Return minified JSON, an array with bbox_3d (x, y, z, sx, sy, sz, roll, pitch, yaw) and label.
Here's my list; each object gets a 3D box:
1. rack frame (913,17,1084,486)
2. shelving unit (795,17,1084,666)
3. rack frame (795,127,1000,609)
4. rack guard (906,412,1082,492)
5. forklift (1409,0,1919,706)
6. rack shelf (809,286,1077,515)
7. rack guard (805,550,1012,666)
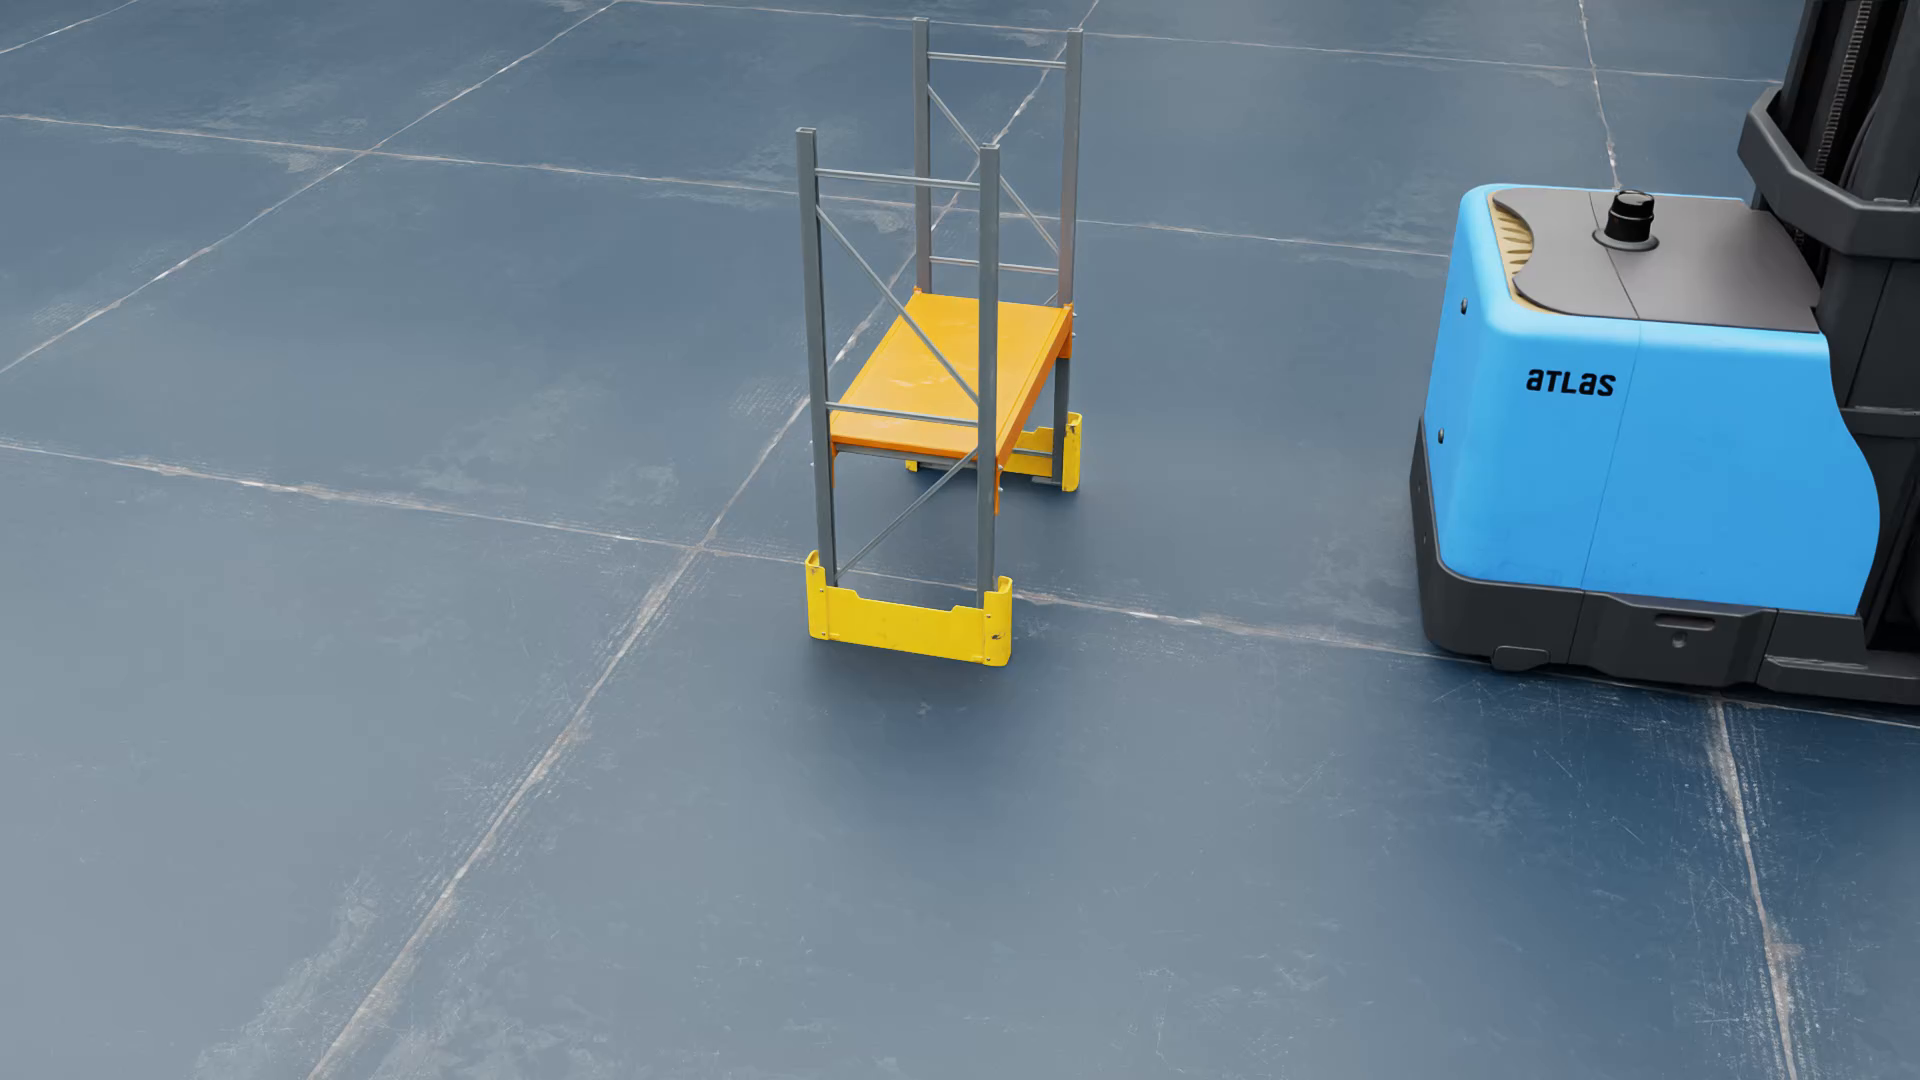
[{"bbox_3d":[0.107,-0.852,5.193,0.500,1.500,0.032,8,33,12],"label":"rack frame"},{"bbox_3d":[-0.019,-0.593,4.785,0.587,1.500,1.083,8,33,12],"label":"shelving unit"},{"bbox_3d":[-0.151,-0.325,4.363,0.500,1.500,0.032,8,33,12],"label":"rack frame"},{"bbox_3d":[0.107,-0.324,5.527,0.587,0.250,0.087,8,33,12],"label":"rack guard"},{"bbox_3d":[2.881,-1.003,4.096,3.031,2.935,1.130,5,33,9],"label":"forklift"},{"bbox_3d":[-0.022,-0.437,4.875,0.538,0.185,1.000,8,33,12],"label":"rack shelf"},{"bbox_3d":[-0.146,0.192,4.714,0.587,0.250,0.087,8,33,12],"label":"rack guard"}]
